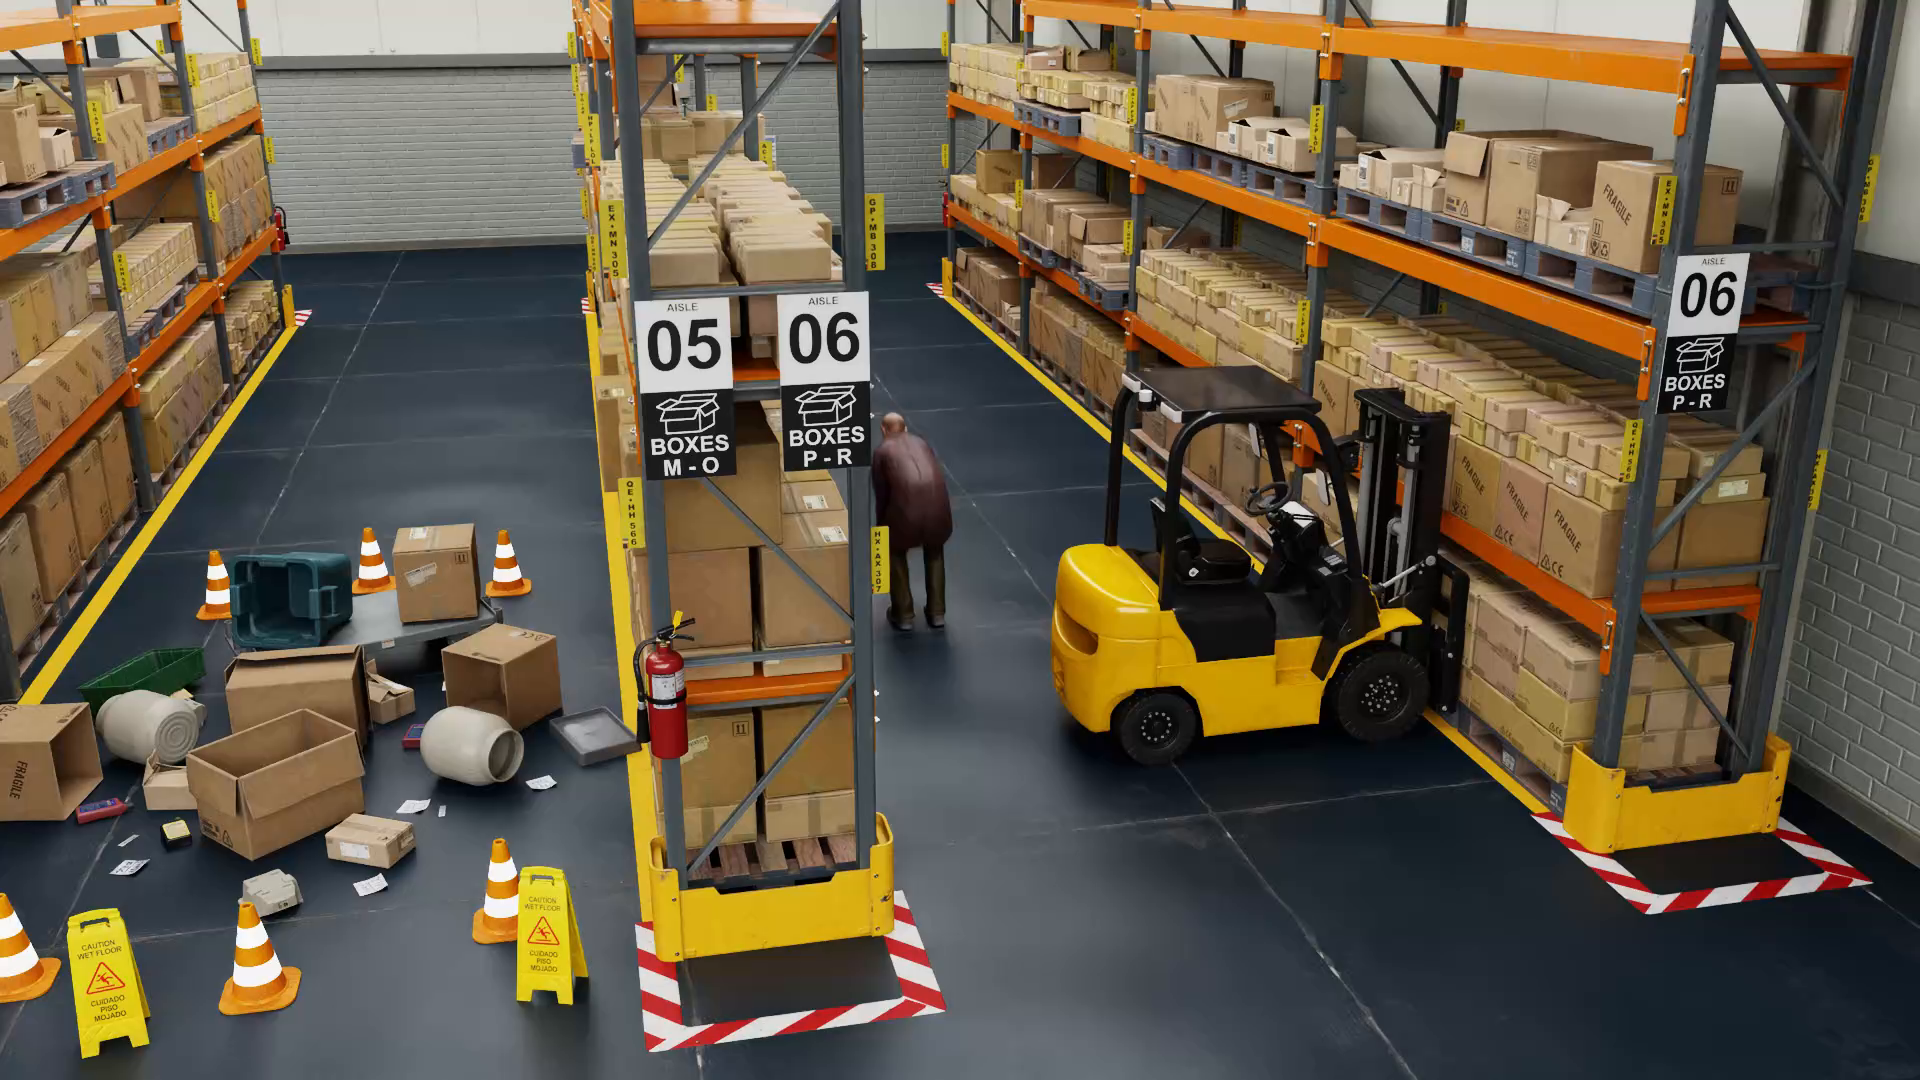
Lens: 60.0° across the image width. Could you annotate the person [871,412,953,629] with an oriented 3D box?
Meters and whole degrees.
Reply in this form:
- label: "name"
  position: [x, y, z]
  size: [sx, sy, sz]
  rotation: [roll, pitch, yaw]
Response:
- label: "person"
  position: [-0.371, -0.145, 12.041]
  size: [0.551, 1.429, 0.860]
  rotation: [-6, 20, -17]
